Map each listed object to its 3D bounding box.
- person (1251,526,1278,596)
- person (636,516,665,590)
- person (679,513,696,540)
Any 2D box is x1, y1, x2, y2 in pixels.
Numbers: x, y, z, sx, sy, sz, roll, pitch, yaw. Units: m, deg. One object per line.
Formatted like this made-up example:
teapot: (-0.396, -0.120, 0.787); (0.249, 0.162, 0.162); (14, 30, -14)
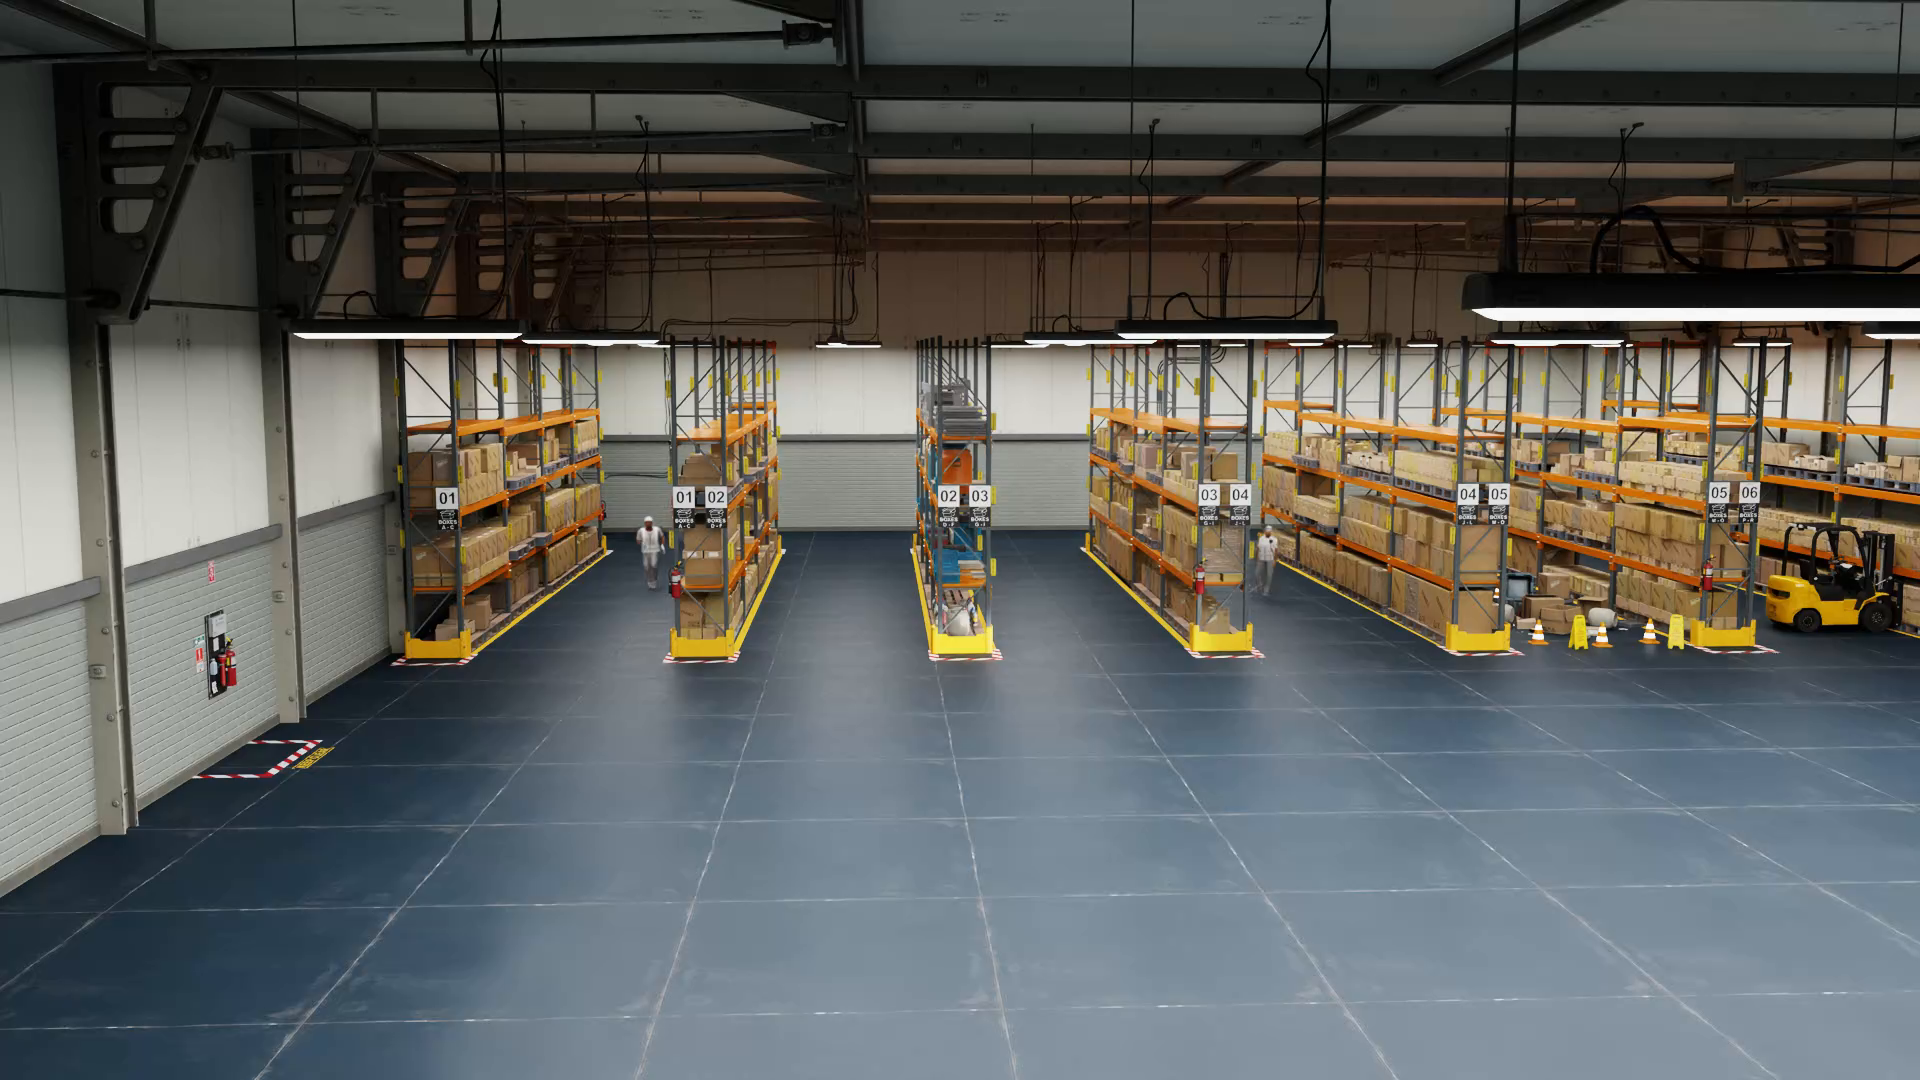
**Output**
person: (7.139, 0.487, 39.027); (0.648, 1.683, 0.490); (3, 7, 25)
person: (-7.423, 0.317, 39.858); (0.649, 1.784, 0.799); (0, 6, -3)
person: (-7.991, -0.717, 49.718); (1.011, 1.694, 0.695); (1, 7, 6)
